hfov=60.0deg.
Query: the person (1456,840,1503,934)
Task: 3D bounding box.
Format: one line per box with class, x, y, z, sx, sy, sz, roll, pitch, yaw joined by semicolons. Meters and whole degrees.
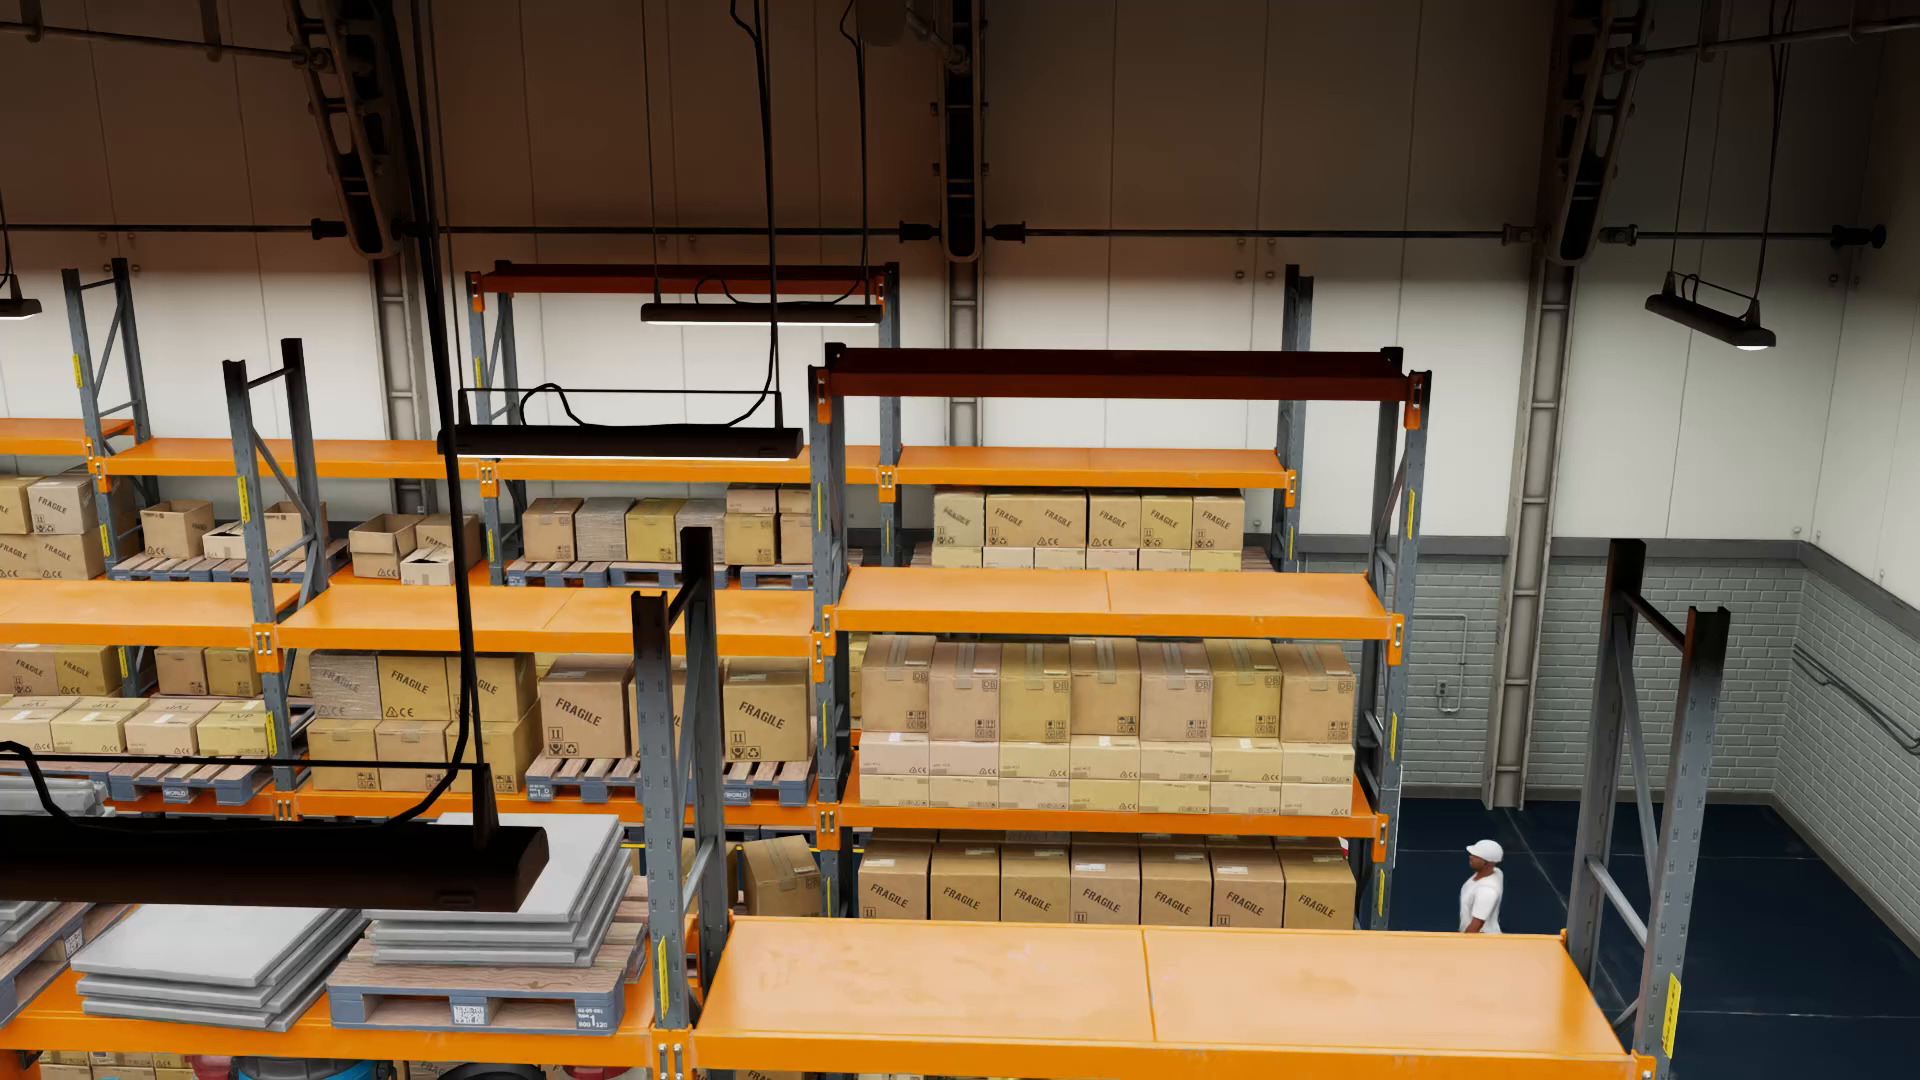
person;4.318;3.321;14.052;1.085;1.707;0.608;2;16;6
